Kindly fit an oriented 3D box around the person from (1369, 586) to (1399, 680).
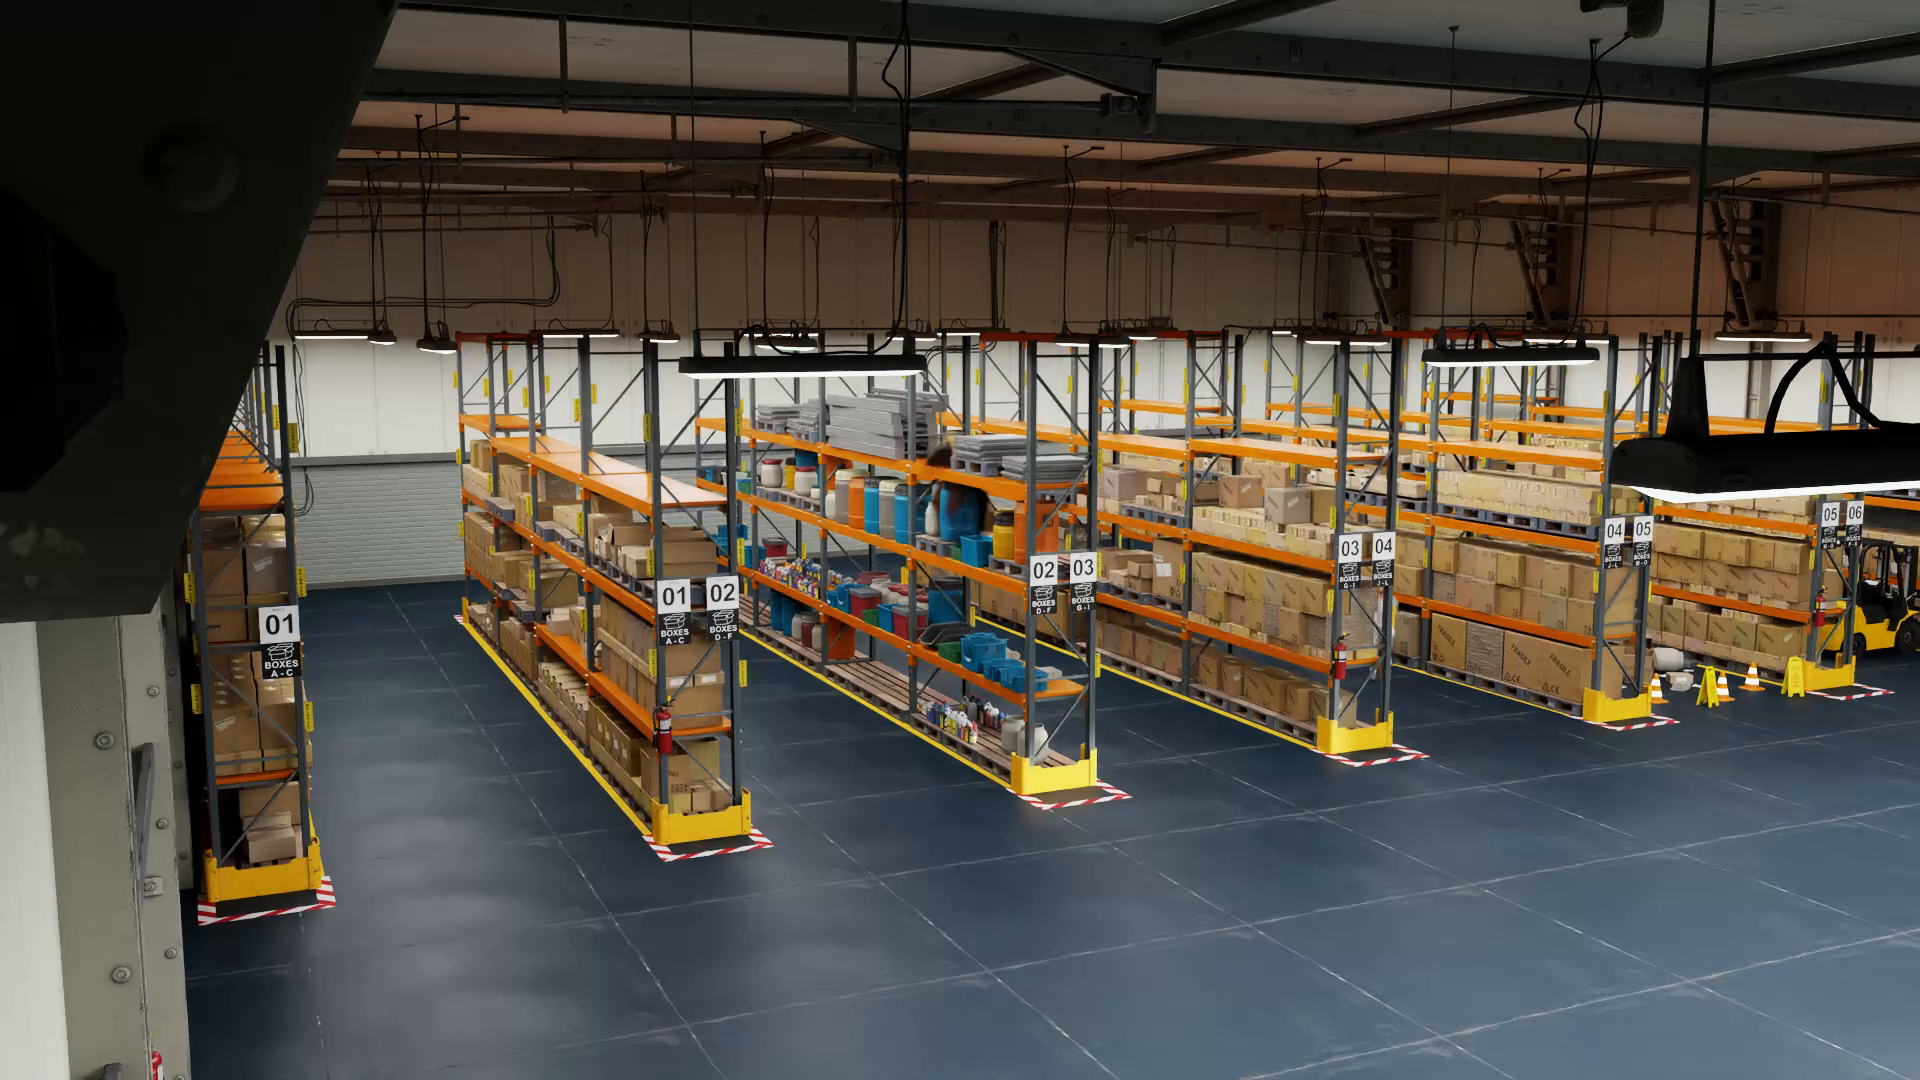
[{"bbox_3d":[7.324,1.560,28.930,0.584,1.804,0.402,5,9,31],"label":"person"}]
